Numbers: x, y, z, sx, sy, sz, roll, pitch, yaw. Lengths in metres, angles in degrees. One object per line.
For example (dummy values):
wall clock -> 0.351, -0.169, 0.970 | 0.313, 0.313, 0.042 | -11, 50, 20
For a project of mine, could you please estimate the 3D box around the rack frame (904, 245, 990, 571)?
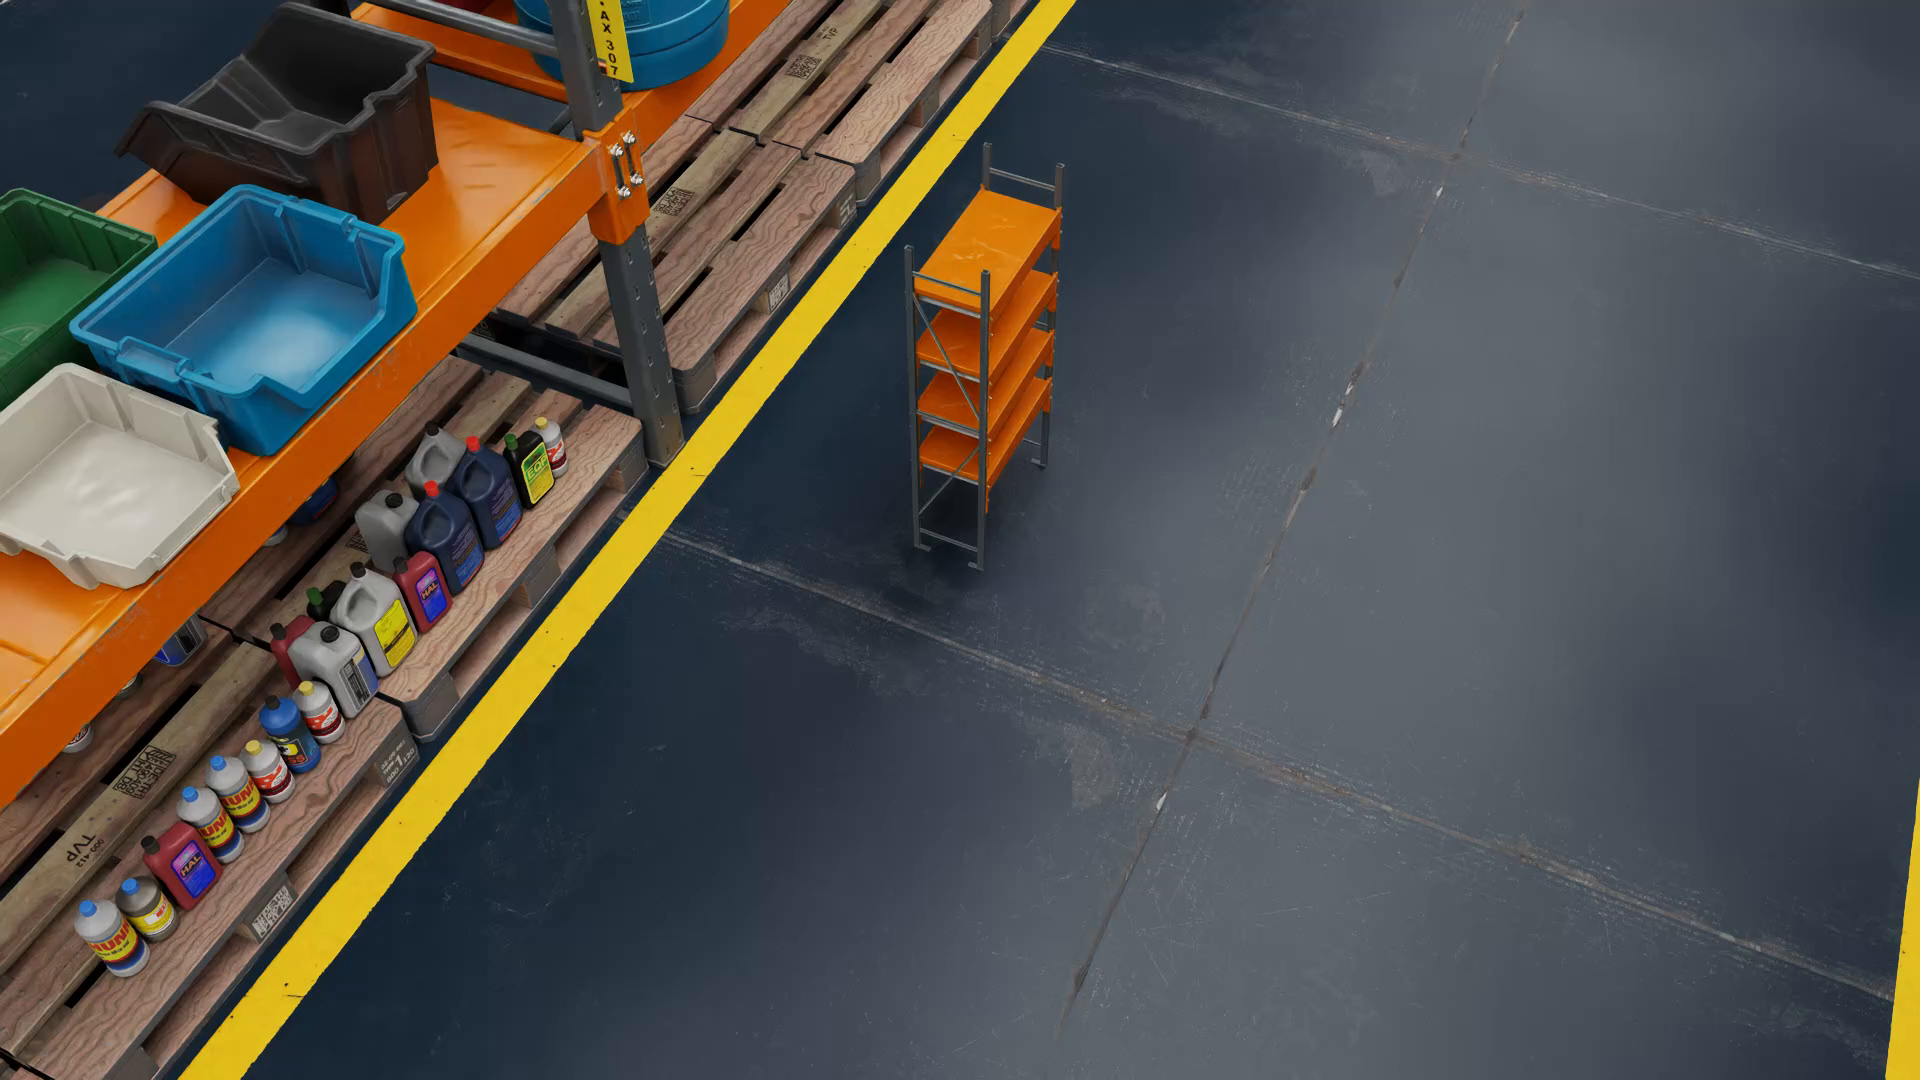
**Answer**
rack frame -> -0.034, -0.335, 4.747 | 0.240, 1.200, 0.015 | 20, 52, 16

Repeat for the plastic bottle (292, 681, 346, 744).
plastic bottle -> -1.720, 0.449, 4.447 | 0.097, 0.201, 0.097 | 0, 50, 0

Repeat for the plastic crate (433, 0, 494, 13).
plastic crate -> -1.457, -1.861, 4.822 | 0.402, 0.464, 0.583 | 20, 52, 16

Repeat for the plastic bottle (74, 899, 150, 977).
plastic bottle -> -2.040, 0.941, 3.982 | 0.097, 0.271, 0.097 | 0, 50, 0

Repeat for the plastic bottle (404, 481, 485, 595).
plastic bottle -> -1.484, -0.022, 4.750 | 0.144, 0.351, 0.185 | 17, 52, 14

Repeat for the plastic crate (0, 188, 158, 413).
plastic crate -> -2.222, -0.496, 3.842 | 0.450, 0.188, 0.662 | 20, 52, 16

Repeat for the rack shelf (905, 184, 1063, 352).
rack shelf -> 0.071, -0.757, 4.591 | 0.258, 0.148, 0.480 | 20, 52, 16

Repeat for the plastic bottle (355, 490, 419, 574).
plastic bottle -> -1.628, -0.029, 4.805 | 0.152, 0.276, 0.135 | 20, 52, 16

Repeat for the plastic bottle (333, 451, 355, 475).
plastic bottle -> -1.936, -0.327, 5.054 | 0.061, 0.283, 0.133 | 20, 52, 16

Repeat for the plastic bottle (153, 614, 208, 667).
plastic bottle -> -2.225, 0.207, 4.604 | 0.152, 0.276, 0.135 | 20, 52, 16

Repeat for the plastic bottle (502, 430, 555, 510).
plastic bottle -> -1.294, -0.231, 4.972 | 0.061, 0.283, 0.133 | 22, 53, 18

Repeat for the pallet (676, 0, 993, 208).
pallet -> -0.567, -1.900, 6.728 | 1.003, 0.211, 1.213 | 20, 52, 16

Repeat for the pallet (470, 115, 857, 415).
pallet -> -1.087, -1.057, 6.011 | 1.003, 0.211, 1.213 | 20, 52, 16

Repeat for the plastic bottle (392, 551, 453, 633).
plastic bottle -> -1.515, 0.125, 4.669 | 0.061, 0.283, 0.133 | 23, 53, 18

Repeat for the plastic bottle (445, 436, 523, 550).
plastic bottle -> -1.402, -0.154, 4.862 | 0.144, 0.351, 0.185 | 19, 52, 15

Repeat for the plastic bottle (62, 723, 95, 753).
plastic bottle -> -2.395, 0.471, 4.428 | 0.097, 0.201, 0.097 | 0, 50, 0

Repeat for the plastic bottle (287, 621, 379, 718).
plastic bottle -> -1.695, 0.335, 4.495 | 0.152, 0.276, 0.135 | 21, 53, 17

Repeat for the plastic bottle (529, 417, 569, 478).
plastic bottle -> -1.260, -0.292, 5.077 | 0.097, 0.201, 0.097 | 0, 50, 0

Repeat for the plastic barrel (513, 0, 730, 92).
plastic barrel -> -0.948, -1.737, 4.430 | 0.600, 0.901, 0.708 | 20, 52, 16

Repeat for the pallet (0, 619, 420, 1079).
pallet -> -2.232, 0.788, 4.441 | 1.003, 0.211, 1.213 | 20, 52, 16

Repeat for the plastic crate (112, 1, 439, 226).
plastic crate -> -1.726, -1.068, 4.230 | 0.767, 0.338, 0.504 | 20, 52, 16

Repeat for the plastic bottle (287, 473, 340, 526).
plastic bottle -> -1.977, -0.224, 4.921 | 0.144, 0.351, 0.185 | 20, 52, 16

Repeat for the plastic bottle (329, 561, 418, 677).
plastic bottle -> -1.622, 0.200, 4.561 | 0.144, 0.351, 0.185 | 19, 52, 16

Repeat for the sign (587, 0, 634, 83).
sign -> -0.894, -1.311, 4.214 | 0.100, 0.325, 0.005 | 20, 52, 16

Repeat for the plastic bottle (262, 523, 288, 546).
plastic bottle -> -2.060, -0.106, 4.873 | 0.097, 0.271, 0.097 | 0, 50, 0

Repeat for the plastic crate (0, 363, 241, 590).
plastic crate -> -1.852, -0.122, 3.557 | 0.530, 0.136, 0.437 | 20, 52, 16

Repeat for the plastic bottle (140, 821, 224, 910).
plastic bottle -> -1.926, 0.788, 4.105 | 0.061, 0.283, 0.133 | 21, 53, 17

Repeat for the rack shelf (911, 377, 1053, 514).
rack shelf -> 0.071, -0.331, 5.092 | 0.258, 0.148, 0.480 | 20, 52, 16

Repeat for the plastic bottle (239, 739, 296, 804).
plastic bottle -> -1.808, 0.591, 4.326 | 0.097, 0.201, 0.097 | 0, 50, 0

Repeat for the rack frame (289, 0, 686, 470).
rack frame -> -1.387, -1.408, 4.478 | 1.000, 3.000, 0.127 | 20, 52, 16

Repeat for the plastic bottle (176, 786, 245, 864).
plastic bottle -> -1.893, 0.705, 4.183 | 0.097, 0.271, 0.097 | 0, 50, 0

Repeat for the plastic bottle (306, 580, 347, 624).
plastic bottle -> -1.725, 0.206, 4.600 | 0.061, 0.283, 0.133 | 20, 52, 16

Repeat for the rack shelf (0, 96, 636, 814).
rack shelf -> -2.241, 0.203, 3.580 | 1.077, 0.370, 4.000 | 20, 52, 16

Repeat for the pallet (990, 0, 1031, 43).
pallet -> -0.044, -2.737, 7.441 | 1.003, 0.211, 1.213 | 20, 52, 16

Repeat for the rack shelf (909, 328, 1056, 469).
rack shelf -> 0.071, -0.459, 4.941 | 0.258, 0.148, 0.480 | 20, 52, 16

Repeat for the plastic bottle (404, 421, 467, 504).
plastic bottle -> -1.532, -0.201, 4.902 | 0.144, 0.351, 0.185 | 20, 52, 16

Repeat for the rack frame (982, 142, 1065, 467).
rack frame -> 0.175, -0.671, 5.033 | 0.240, 1.200, 0.015 | 20, 52, 16

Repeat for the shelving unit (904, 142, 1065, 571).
shelving unit -> 0.071, -0.503, 4.890 | 0.258, 1.200, 0.503 | 20, 52, 16

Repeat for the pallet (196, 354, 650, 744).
pallet -> -1.712, -0.055, 5.158 | 1.003, 0.211, 1.213 | 20, 52, 16

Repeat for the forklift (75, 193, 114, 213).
forklift -> -3.492, -0.921, 4.109 | 1.130, 2.935, 3.031 | 21, 53, 17

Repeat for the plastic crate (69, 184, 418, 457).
plastic crate -> -1.614, -0.509, 3.811 | 0.499, 0.251, 0.616 | 20, 52, 16

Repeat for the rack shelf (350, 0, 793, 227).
rack shelf -> -0.533, -2.552, 5.924 | 1.077, 0.370, 4.000 | 20, 52, 16

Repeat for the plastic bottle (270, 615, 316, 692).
plastic bottle -> -1.791, 0.298, 4.521 | 0.061, 0.283, 0.133 | 20, 52, 16

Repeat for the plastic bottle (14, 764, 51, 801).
plastic bottle -> -2.479, 0.547, 4.310 | 0.061, 0.283, 0.133 | 20, 52, 16

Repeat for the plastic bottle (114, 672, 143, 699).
plastic bottle -> -2.321, 0.337, 4.542 | 0.097, 0.201, 0.097 | 0, 50, 0

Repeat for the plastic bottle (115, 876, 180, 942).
plastic bottle -> -1.995, 0.893, 4.069 | 0.097, 0.201, 0.097 | 0, 50, 0

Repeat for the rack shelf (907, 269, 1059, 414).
rack shelf -> 0.071, -0.604, 4.771 | 0.258, 0.148, 0.480 | 20, 52, 16

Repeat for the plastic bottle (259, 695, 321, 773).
plastic bottle -> -1.764, 0.497, 4.360 | 0.097, 0.271, 0.097 | 0, 50, 0

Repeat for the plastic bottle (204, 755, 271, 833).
plastic bottle -> -1.850, 0.636, 4.241 | 0.097, 0.271, 0.097 | 0, 50, 0
